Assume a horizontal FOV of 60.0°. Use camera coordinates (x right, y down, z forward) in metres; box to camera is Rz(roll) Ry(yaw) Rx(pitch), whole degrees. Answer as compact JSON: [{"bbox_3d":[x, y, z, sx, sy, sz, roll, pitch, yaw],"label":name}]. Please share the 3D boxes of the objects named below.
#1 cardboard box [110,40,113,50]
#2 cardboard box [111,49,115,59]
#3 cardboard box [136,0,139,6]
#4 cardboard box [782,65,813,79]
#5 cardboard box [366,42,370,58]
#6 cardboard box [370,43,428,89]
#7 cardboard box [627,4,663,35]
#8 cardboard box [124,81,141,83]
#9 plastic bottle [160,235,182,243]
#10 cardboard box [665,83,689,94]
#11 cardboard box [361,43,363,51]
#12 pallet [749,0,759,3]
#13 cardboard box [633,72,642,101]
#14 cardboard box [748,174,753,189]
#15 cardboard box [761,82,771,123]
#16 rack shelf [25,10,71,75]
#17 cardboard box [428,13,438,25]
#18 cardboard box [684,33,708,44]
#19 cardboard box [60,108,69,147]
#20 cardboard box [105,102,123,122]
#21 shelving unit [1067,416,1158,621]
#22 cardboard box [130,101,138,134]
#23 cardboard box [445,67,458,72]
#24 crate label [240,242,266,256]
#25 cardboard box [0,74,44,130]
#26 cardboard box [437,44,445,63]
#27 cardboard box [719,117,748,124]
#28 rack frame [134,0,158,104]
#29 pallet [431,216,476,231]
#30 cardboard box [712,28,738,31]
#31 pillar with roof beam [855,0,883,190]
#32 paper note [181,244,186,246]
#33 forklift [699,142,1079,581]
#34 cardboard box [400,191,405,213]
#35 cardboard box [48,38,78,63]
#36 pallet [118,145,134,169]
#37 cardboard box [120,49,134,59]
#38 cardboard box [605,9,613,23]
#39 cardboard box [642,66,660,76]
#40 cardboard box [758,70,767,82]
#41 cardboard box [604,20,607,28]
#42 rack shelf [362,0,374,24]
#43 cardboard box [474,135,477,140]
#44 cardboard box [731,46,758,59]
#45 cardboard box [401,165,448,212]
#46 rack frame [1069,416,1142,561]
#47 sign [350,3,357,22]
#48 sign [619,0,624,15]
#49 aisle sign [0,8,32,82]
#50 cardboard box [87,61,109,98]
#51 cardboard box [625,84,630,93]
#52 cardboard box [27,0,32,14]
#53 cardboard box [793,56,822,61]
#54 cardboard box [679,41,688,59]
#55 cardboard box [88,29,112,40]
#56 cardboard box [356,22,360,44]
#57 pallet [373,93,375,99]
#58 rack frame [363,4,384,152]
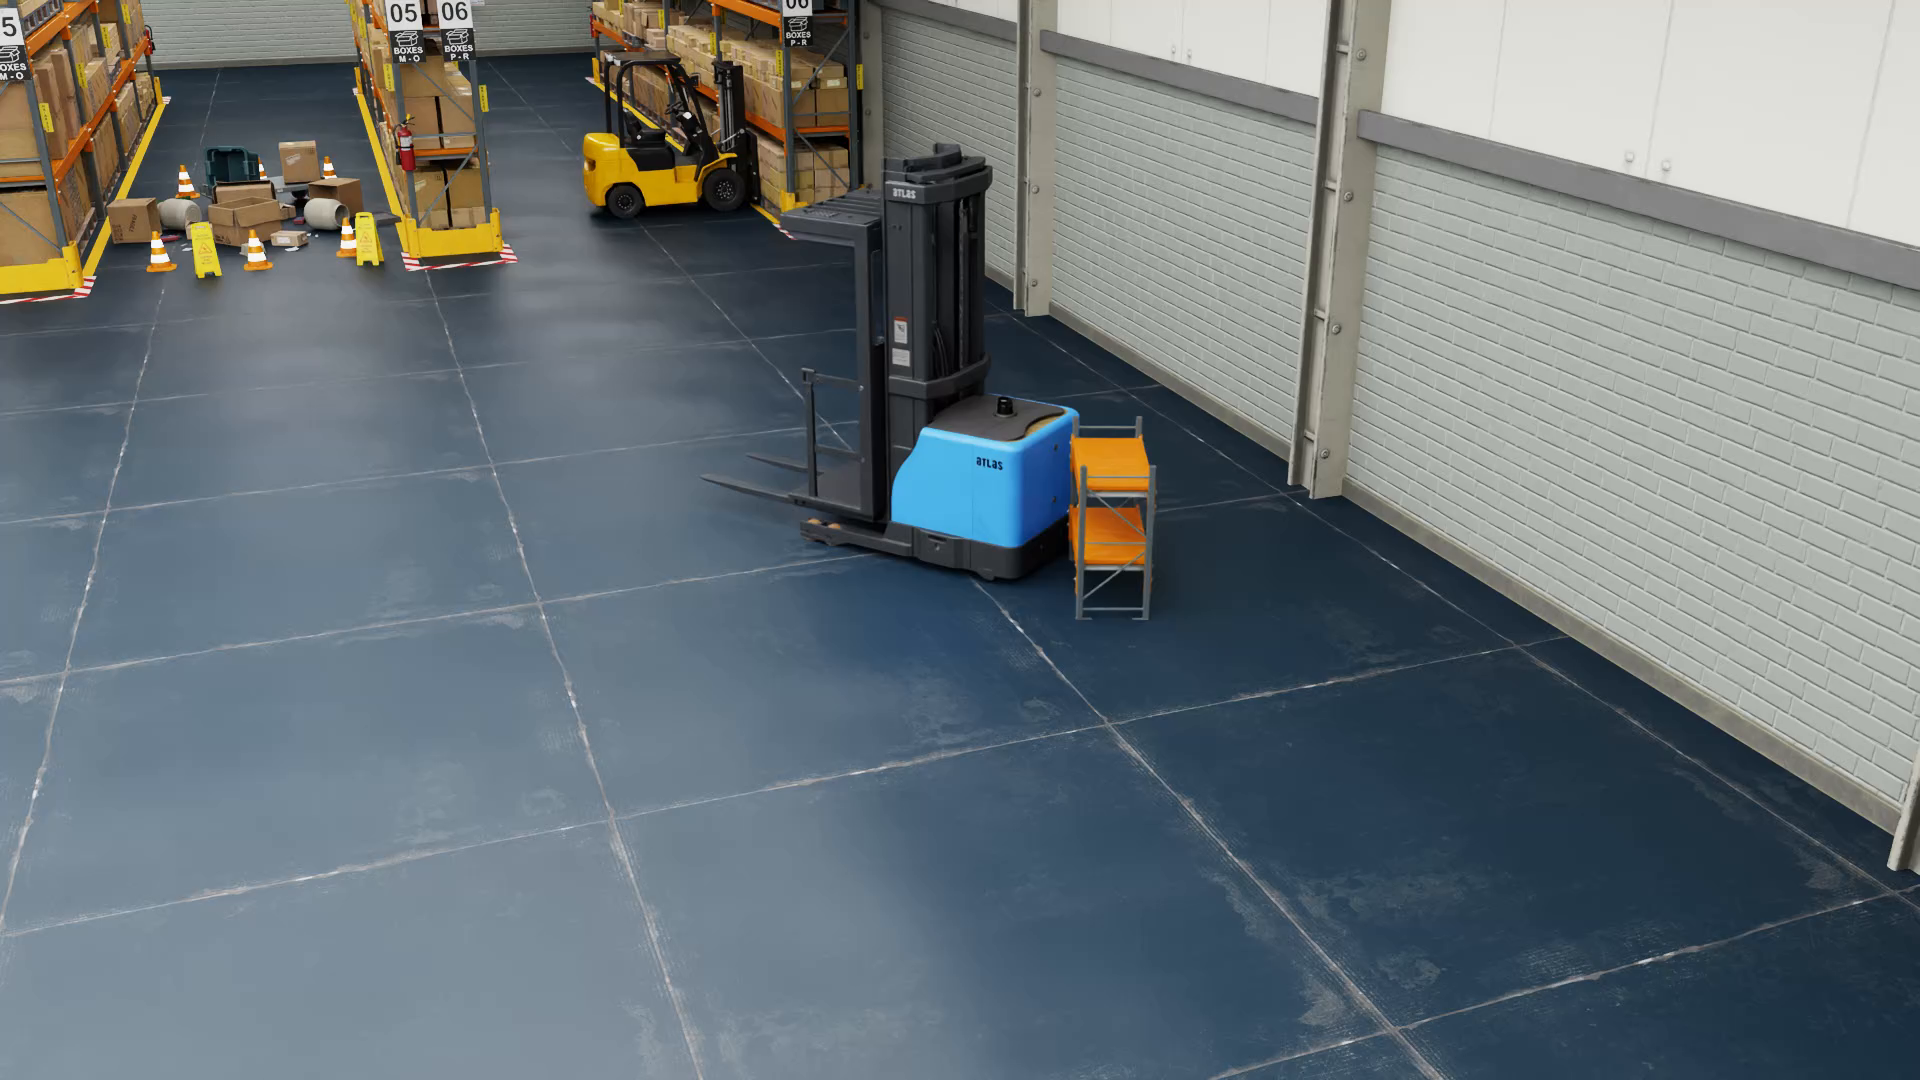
[{"bbox_3d":[-14.575,-8.372,28.151,0.380,0.149,0.250,-8,24,-19],"label":"cardboard box"},{"bbox_3d":[-14.581,-8.241,28.223,0.380,0.149,0.250,-7,24,-17],"label":"cardboard box"},{"bbox_3d":[-16.388,-10.718,32.519,0.500,0.500,0.500,-9,24,-20],"label":"cardboard box"},{"bbox_3d":[-2.216,-6.374,22.665,0.380,0.149,0.250,-8,24,-19],"label":"cardboard box"},{"bbox_3d":[-9.770,-8.318,28.172,0.500,0.250,0.500,-8,24,-19],"label":"cardboard box"},{"bbox_3d":[-7.368,-6.264,21.952,0.700,0.500,0.500,-9,24,-20],"label":"cardboard box"},{"bbox_3d":[-5.987,-9.996,31.936,0.700,0.500,0.500,-8,24,-18],"label":"cardboard box"},{"bbox_3d":[-15.945,-8.723,31.948,0.380,0.149,0.250,-9,25,-21],"label":"cardboard box"},{"bbox_3d":[-10.576,-4.033,22.240,0.283,0.061,0.133,-18,29,-37],"label":"plastic bottle"},{"bbox_3d":[-5.130,-8.183,30.146,0.380,0.149,0.250,-10,25,-22],"label":"cardboard box"},{"bbox_3d":[-10.515,-8.827,30.025,0.500,0.250,0.500,-9,24,-19],"label":"cardboard box"},{"bbox_3d":[-2.553,-7.837,23.734,1.003,0.211,1.213,-8,24,-19],"label":"pallet"},{"bbox_3d":[-6.172,-8.986,32.886,0.500,0.500,0.500,-7,24,-17],"label":"cardboard box"},{"bbox_3d":[-2.894,-5.396,24.689,0.500,0.250,0.500,-8,24,-17],"label":"cardboard box"},{"bbox_3d":[-2.487,-6.170,23.397,0.500,0.500,0.500,-8,24,-17],"label":"cardboard box"},{"bbox_3d":[-11.837,-6.170,20.592,1.077,0.370,4.000,-8,24,-19],"label":"rack shelf"},{"bbox_3d":[-6.525,-6.623,21.064,0.380,0.149,0.250,-9,25,-21],"label":"cardboard box"},{"bbox_3d":[-4.416,-8.419,27.899,0.380,0.149,0.250,-8,24,-18],"label":"cardboard box"},{"bbox_3d":[-11.825,-5.195,21.020,0.875,0.550,0.500,-8,24,-19],"label":"cardboard box"},{"bbox_3d":[-13.974,-6.971,27.138,0.500,0.250,0.500,-9,25,-21],"label":"cardboard box"},{"bbox_3d":[1.055,-0.169,11.703,0.538,1.125,1.048,0,23,1],"label":"shelving unit"},{"bbox_3d":[-14.691,-7.374,29.061,0.500,0.500,0.500,-9,24,-20],"label":"cardboard box"},{"bbox_3d":[-7.370,-6.432,23.636,0.500,0.500,0.500,-8,24,-17],"label":"cardboard box"},{"bbox_3d":[-9.148,-3.770,21.519,0.298,0.136,0.250,18,29,36],"label":"crate label"},{"bbox_3d":[-11.225,-5.100,19.404,0.875,0.550,0.550,-8,24,-19],"label":"cardboard box"},{"bbox_3d":[-7.846,-7.148,24.796,0.500,0.500,0.500,-8,24,-18],"label":"cardboard box"},{"bbox_3d":[-3.429,-6.413,25.815,0.500,0.250,0.500,-9,24,-20],"label":"cardboard box"},{"bbox_3d":[-16.783,-10.206,33.104,1.000,3.000,0.127,-8,24,-19],"label":"rack frame"},{"bbox_3d":[-6.816,-4.151,22.328,1.003,0.211,1.213,-8,24,-19],"label":"pallet"},{"bbox_3d":[-4.031,-8.691,28.543,0.380,0.149,0.250,-9,24,-20],"label":"cardboard box"},{"bbox_3d":[-5.323,-8.342,20.955,9.100,9.000,0.400,-8,24,-19],"label":"pillar with roof beam"},{"bbox_3d":[-10.265,-3.906,22.005,0.032,0.001,0.123,4,23,9],"label":"paper note"},{"bbox_3d":[-0.632,-1.466,12.454,3.031,2.935,1.130,13,26,28],"label":"forklift"},{"bbox_3d":[-7.438,-4.671,22.969,0.500,0.250,0.500,-9,25,-21],"label":"cardboard box"},{"bbox_3d":[-13.086,-6.903,23.850,0.700,0.500,0.500,-8,24,-19],"label":"cardboard box"},{"bbox_3d":[-14.231,-6.299,27.423,1.003,0.211,1.213,-8,24,-19],"label":"pallet"},{"bbox_3d":[-15.163,-8.785,30.055,0.380,0.149,0.250,-7,24,-17],"label":"cardboard box"},{"bbox_3d":[-7.076,-10.921,34.609,0.500,0.250,0.500,-9,24,-20],"label":"cardboard box"},{"bbox_3d":[-5.983,-9.143,32.424,0.380,0.149,0.250,-10,25,-22],"label":"cardboard box"},{"bbox_3d":[-2.645,-6.597,23.577,0.380,0.149,0.250,-9,25,-21],"label":"cardboard box"},{"bbox_3d":[-7.277,-10.857,34.970,0.380,0.149,0.250,-9,24,-20],"label":"cardboard box"},{"bbox_3d":[-8.655,-8.340,25.738,1.077,0.370,4.000,-8,24,-19],"label":"rack shelf"},{"bbox_3d":[-6.582,-5.342,21.886,0.380,0.149,0.250,-9,25,-21],"label":"cardboard box"},{"bbox_3d":[-3.201,-7.288,24.833,0.380,0.149,0.250,-8,24,-18],"label":"cardboard box"},{"bbox_3d":[-7.062,-4.636,21.921,0.500,0.500,0.500,-8,24,-19],"label":"cardboard box"},{"bbox_3d":[1.060,-0.367,12.171,0.500,1.125,0.032,0,23,1],"label":"rack frame"},{"bbox_3d":[-11.293,-9.828,30.988,0.100,0.325,0.005,-8,24,-19],"label":"sign"},{"bbox_3d":[-6.637,-10.473,32.621,0.100,0.325,0.005,-8,24,-19],"label":"sign"},{"bbox_3d":[-10.825,-5.606,18.842,0.394,0.787,0.004,-8,24,-19],"label":"aisle sign"},{"bbox_3d":[-13.371,-7.037,25.456,0.500,0.500,0.500,-8,24,-19],"label":"cardboard box"},{"bbox_3d":[-6.604,-9.193,33.830,0.380,0.149,0.250,-9,25,-21],"label":"cardboard box"},{"bbox_3d":[-11.130,-6.251,19.511,0.380,0.149,0.250,-8,24,-19],"label":"cardboard box"},{"bbox_3d":[-2.169,-6.802,23.681,0.380,0.149,0.250,-8,24,-17],"label":"cardboard box"},{"bbox_3d":[-4.447,-8.290,28.105,0.500,0.250,0.500,-9,24,-20],"label":"cardboard box"},{"bbox_3d":[-14.683,-8.609,28.330,0.380,0.149,0.250,-9,25,-21],"label":"cardboard box"},{"bbox_3d":[-11.364,-9.835,32.093,0.500,0.500,0.500,-9,24,-20],"label":"cardboard box"},{"bbox_3d":[-11.404,-8.915,33.630,1.003,0.211,1.213,-8,24,-19],"label":"pallet"},{"bbox_3d":[-9.361,-8.016,27.905,1.000,3.000,0.127,-8,24,-19],"label":"rack frame"}]
